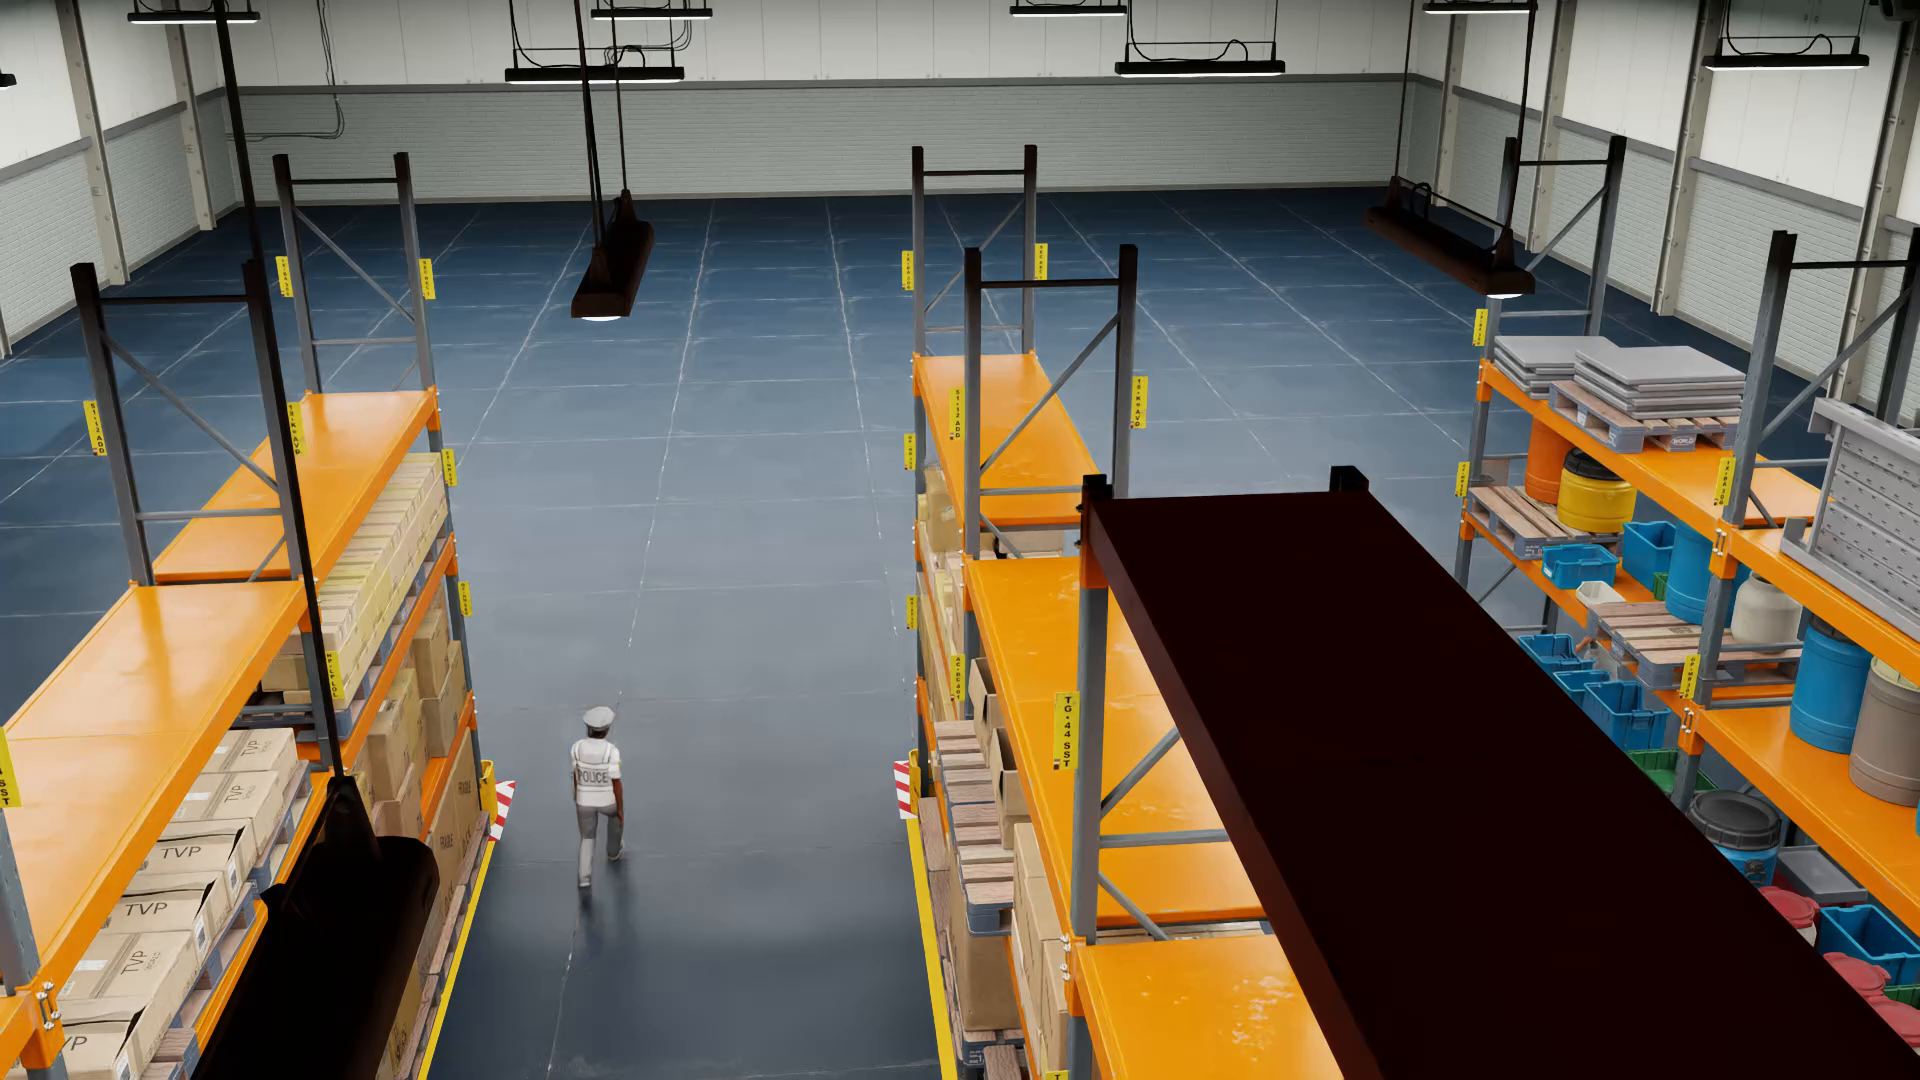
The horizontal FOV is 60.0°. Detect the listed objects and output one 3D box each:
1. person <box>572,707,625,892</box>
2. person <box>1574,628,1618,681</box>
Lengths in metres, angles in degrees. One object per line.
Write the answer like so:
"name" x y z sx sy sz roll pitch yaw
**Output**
"person" -3.043 2.157 14.065 0.434 1.541 0.976 0 22 1
"person" 6.459 1.030 16.799 0.550 1.601 1.032 -19 28 -39
